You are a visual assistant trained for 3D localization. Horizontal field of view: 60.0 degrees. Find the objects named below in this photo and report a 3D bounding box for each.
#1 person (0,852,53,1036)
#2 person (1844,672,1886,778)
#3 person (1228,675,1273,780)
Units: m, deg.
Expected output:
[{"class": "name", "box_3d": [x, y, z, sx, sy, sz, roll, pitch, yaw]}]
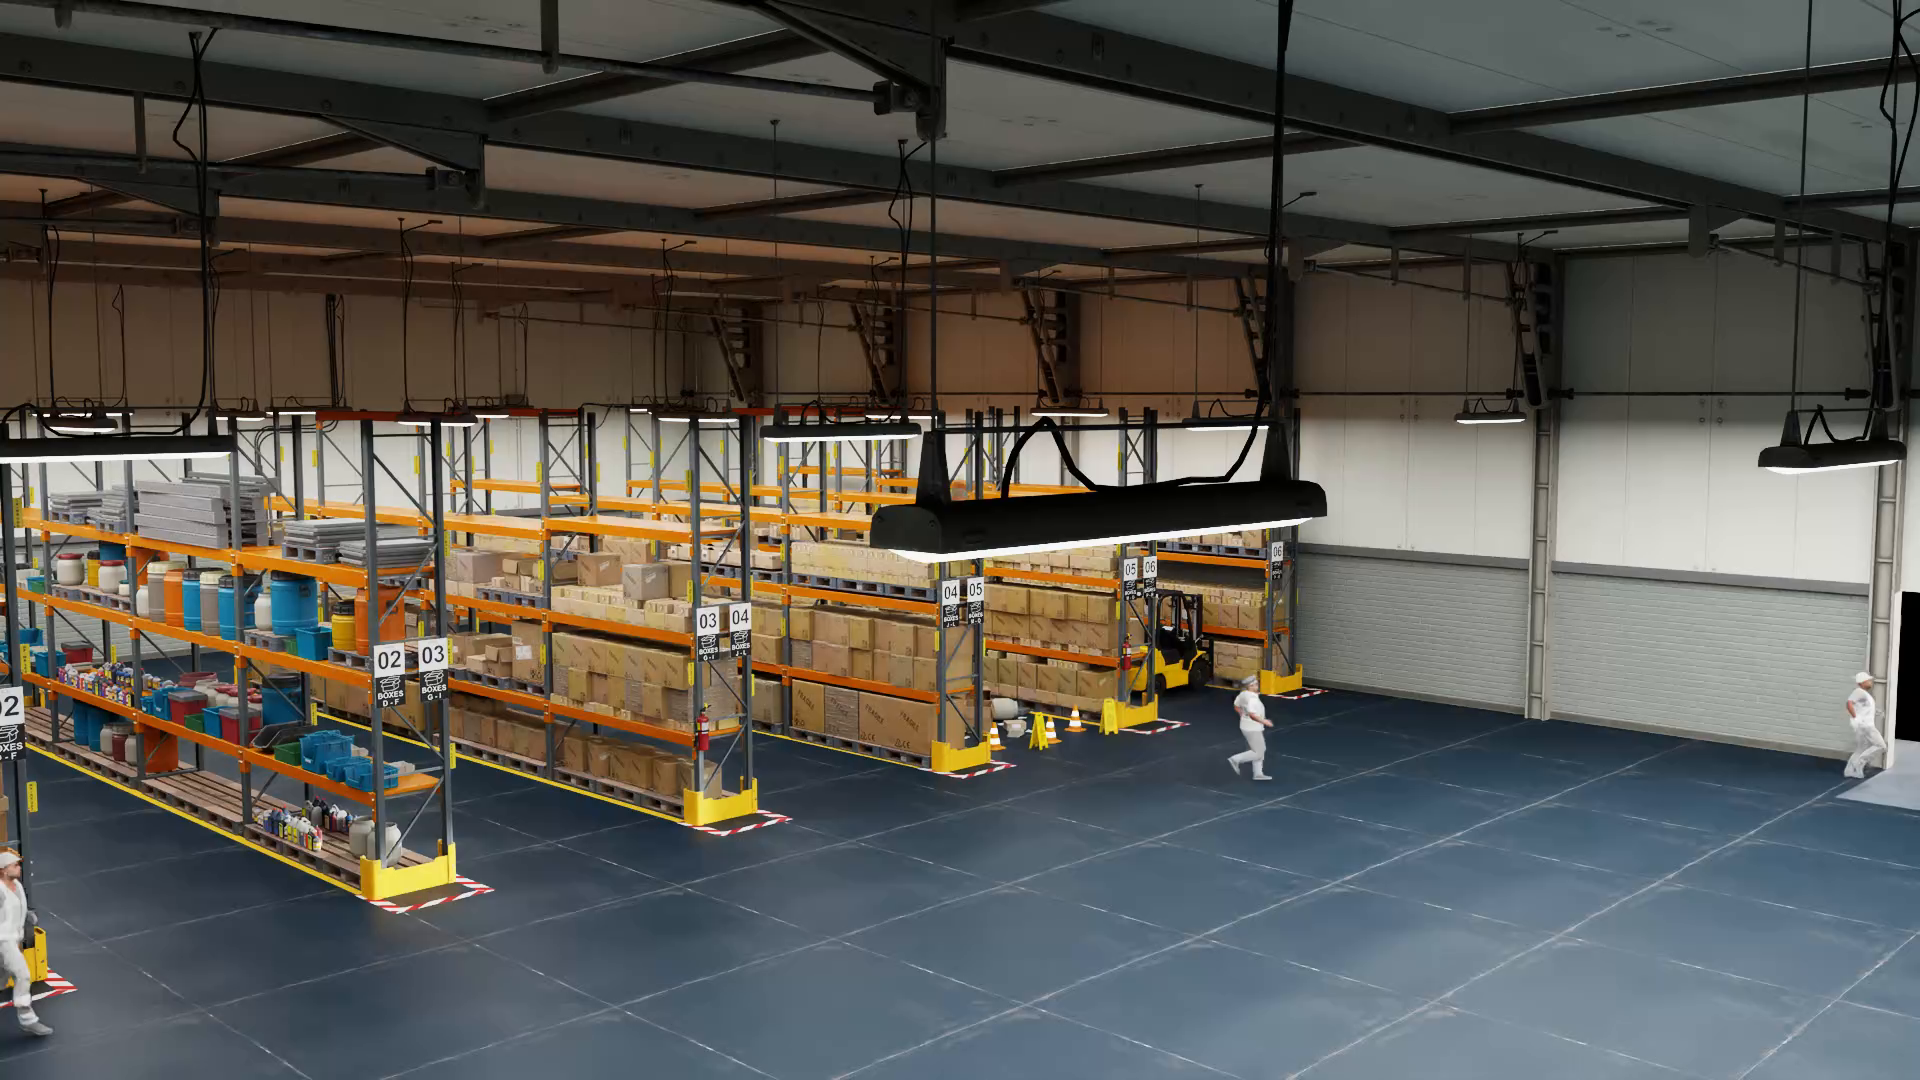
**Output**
[{"class": "person", "box_3d": [-9.452, 3.981, 16.474, 0.950, 1.762, 0.716, -1, 5, -6]}, {"class": "person", "box_3d": [14.837, 3.038, 27.289, 0.619, 1.722, 0.685, 2, 5, 20]}, {"class": "person", "box_3d": [4.719, 3.065, 27.082, 0.784, 1.753, 0.662, -1, 5, -9]}]
